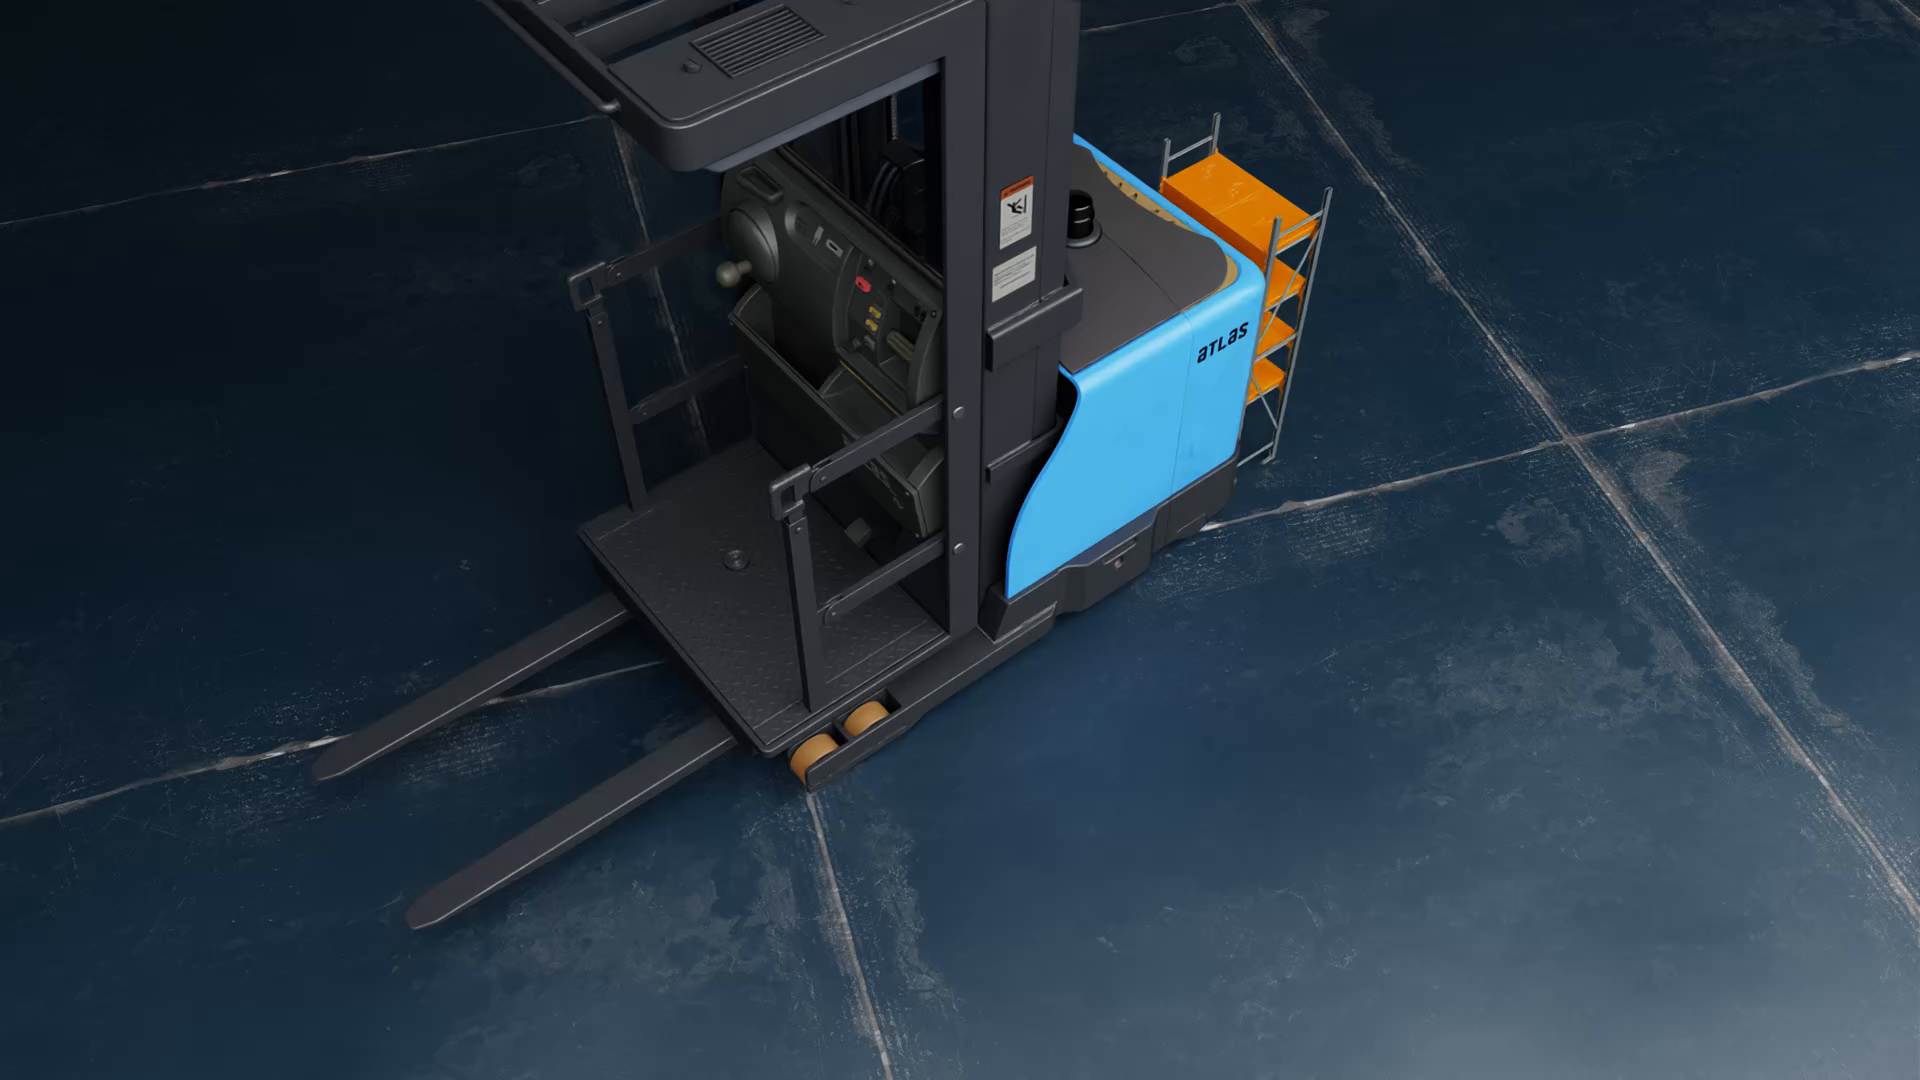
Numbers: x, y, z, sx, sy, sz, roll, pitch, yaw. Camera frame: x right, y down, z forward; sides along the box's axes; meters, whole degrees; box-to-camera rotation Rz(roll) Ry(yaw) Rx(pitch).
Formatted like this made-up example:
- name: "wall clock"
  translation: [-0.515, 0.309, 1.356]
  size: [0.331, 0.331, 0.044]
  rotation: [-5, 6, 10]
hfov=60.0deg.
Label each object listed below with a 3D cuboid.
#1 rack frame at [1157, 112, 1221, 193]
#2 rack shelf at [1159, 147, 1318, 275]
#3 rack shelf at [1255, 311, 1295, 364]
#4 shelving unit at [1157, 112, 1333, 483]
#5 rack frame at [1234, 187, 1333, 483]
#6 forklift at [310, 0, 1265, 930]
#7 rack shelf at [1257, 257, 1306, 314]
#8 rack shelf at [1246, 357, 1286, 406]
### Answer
- name: "rack frame"
  translation: [0.737, -0.926, 5.745]
  size: [0.240, 1.200, 0.015]
  rotation: [-31, 56, -24]
- name: "rack shelf"
  translation: [0.890, -1.034, 5.322]
  size: [0.258, 0.148, 0.480]
  rotation: [-31, 56, -24]
- name: "rack shelf"
  translation: [0.888, -0.737, 5.673]
  size: [0.258, 0.148, 0.480]
  rotation: [-31, 56, -24]
- name: "shelving unit"
  translation: [0.888, -0.780, 5.622]
  size: [0.258, 1.200, 0.503]
  rotation: [-31, 56, -24]
- name: "rack frame"
  translation: [1.040, -0.634, 5.499]
  size: [0.240, 1.200, 0.015]
  rotation: [-31, 56, -24]
- name: "forklift"
  translation: [-0.523, -0.650, 4.381]
  size: [3.031, 2.935, 1.130]
  rotation: [-31, 57, -24]
- name: "rack shelf"
  translation: [0.889, -0.881, 5.503]
  size: [0.258, 0.148, 0.480]
  rotation: [-31, 56, -24]
- name: "rack shelf"
  translation: [0.887, -0.608, 5.824]
  size: [0.258, 0.148, 0.480]
  rotation: [-31, 56, -24]
